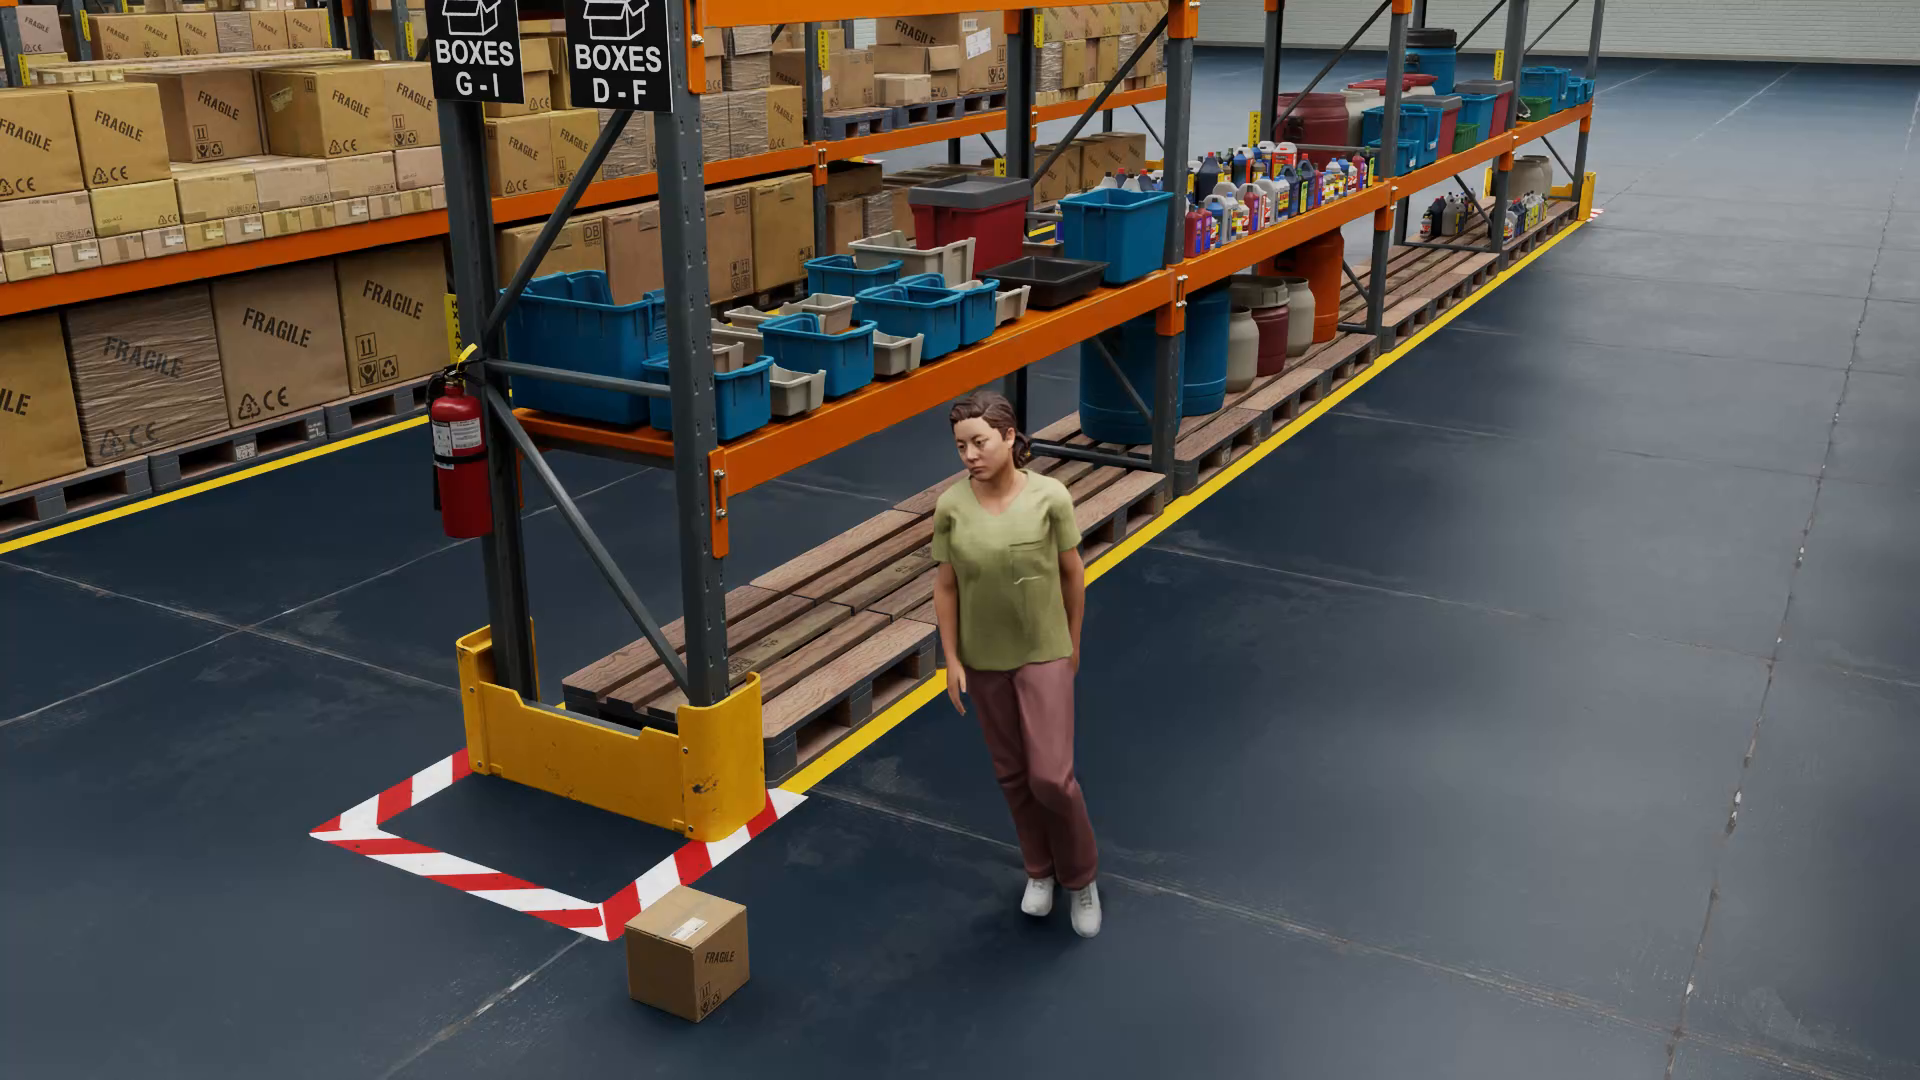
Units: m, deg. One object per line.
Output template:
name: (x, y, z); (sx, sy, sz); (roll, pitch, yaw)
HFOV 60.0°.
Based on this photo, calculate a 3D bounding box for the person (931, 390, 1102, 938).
person: (0.175, 0.392, 4.983); (0.558, 1.679, 0.457); (5, 20, 13)
